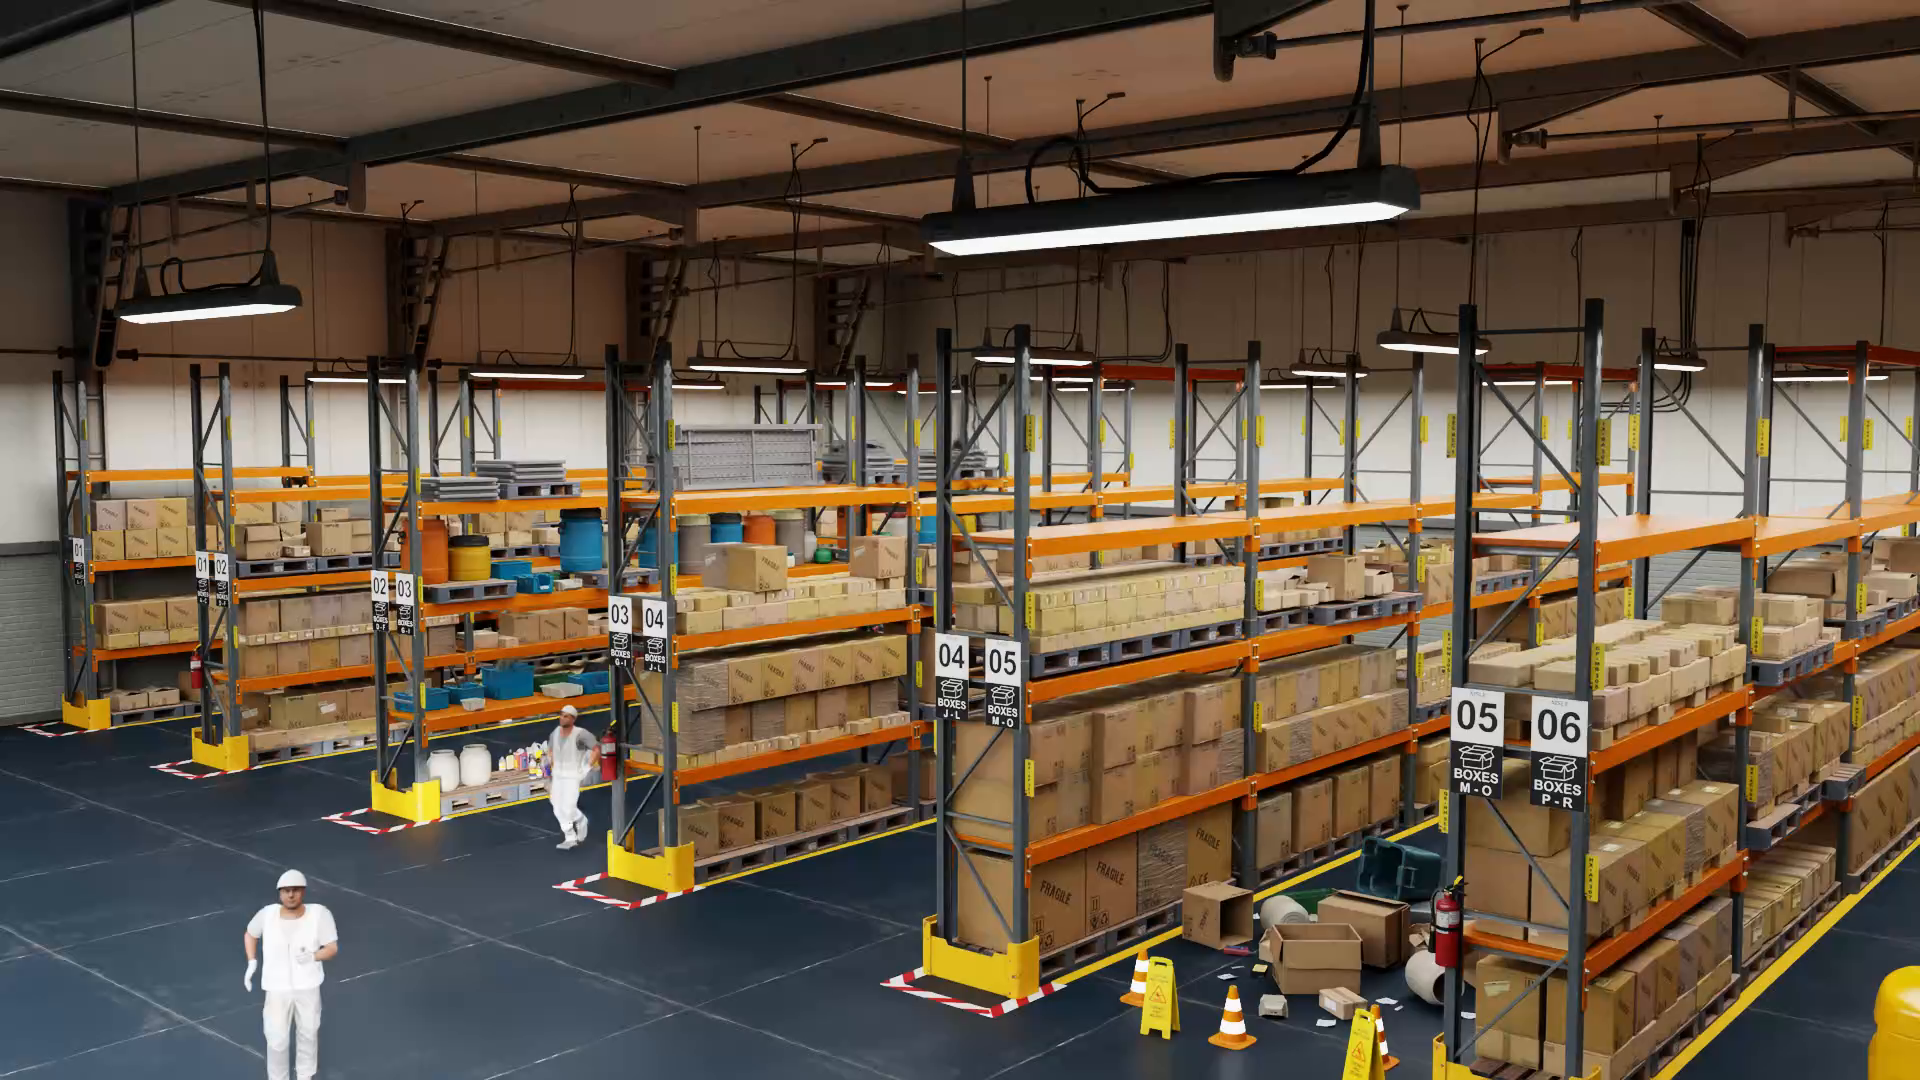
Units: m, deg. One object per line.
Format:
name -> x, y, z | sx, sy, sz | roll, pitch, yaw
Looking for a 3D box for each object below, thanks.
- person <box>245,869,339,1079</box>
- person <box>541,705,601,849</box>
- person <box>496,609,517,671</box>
person -> -4.986, 3.378, 12.423 | 0.657, 1.843, 0.768 | -2, 4, -22
person -> -4.699, 2.848, 19.918 | 0.665, 1.748, 0.599 | 2, 4, 22
person -> -8.494, 2.098, 31.098 | 0.511, 1.669, 0.569 | 3, 5, 40
